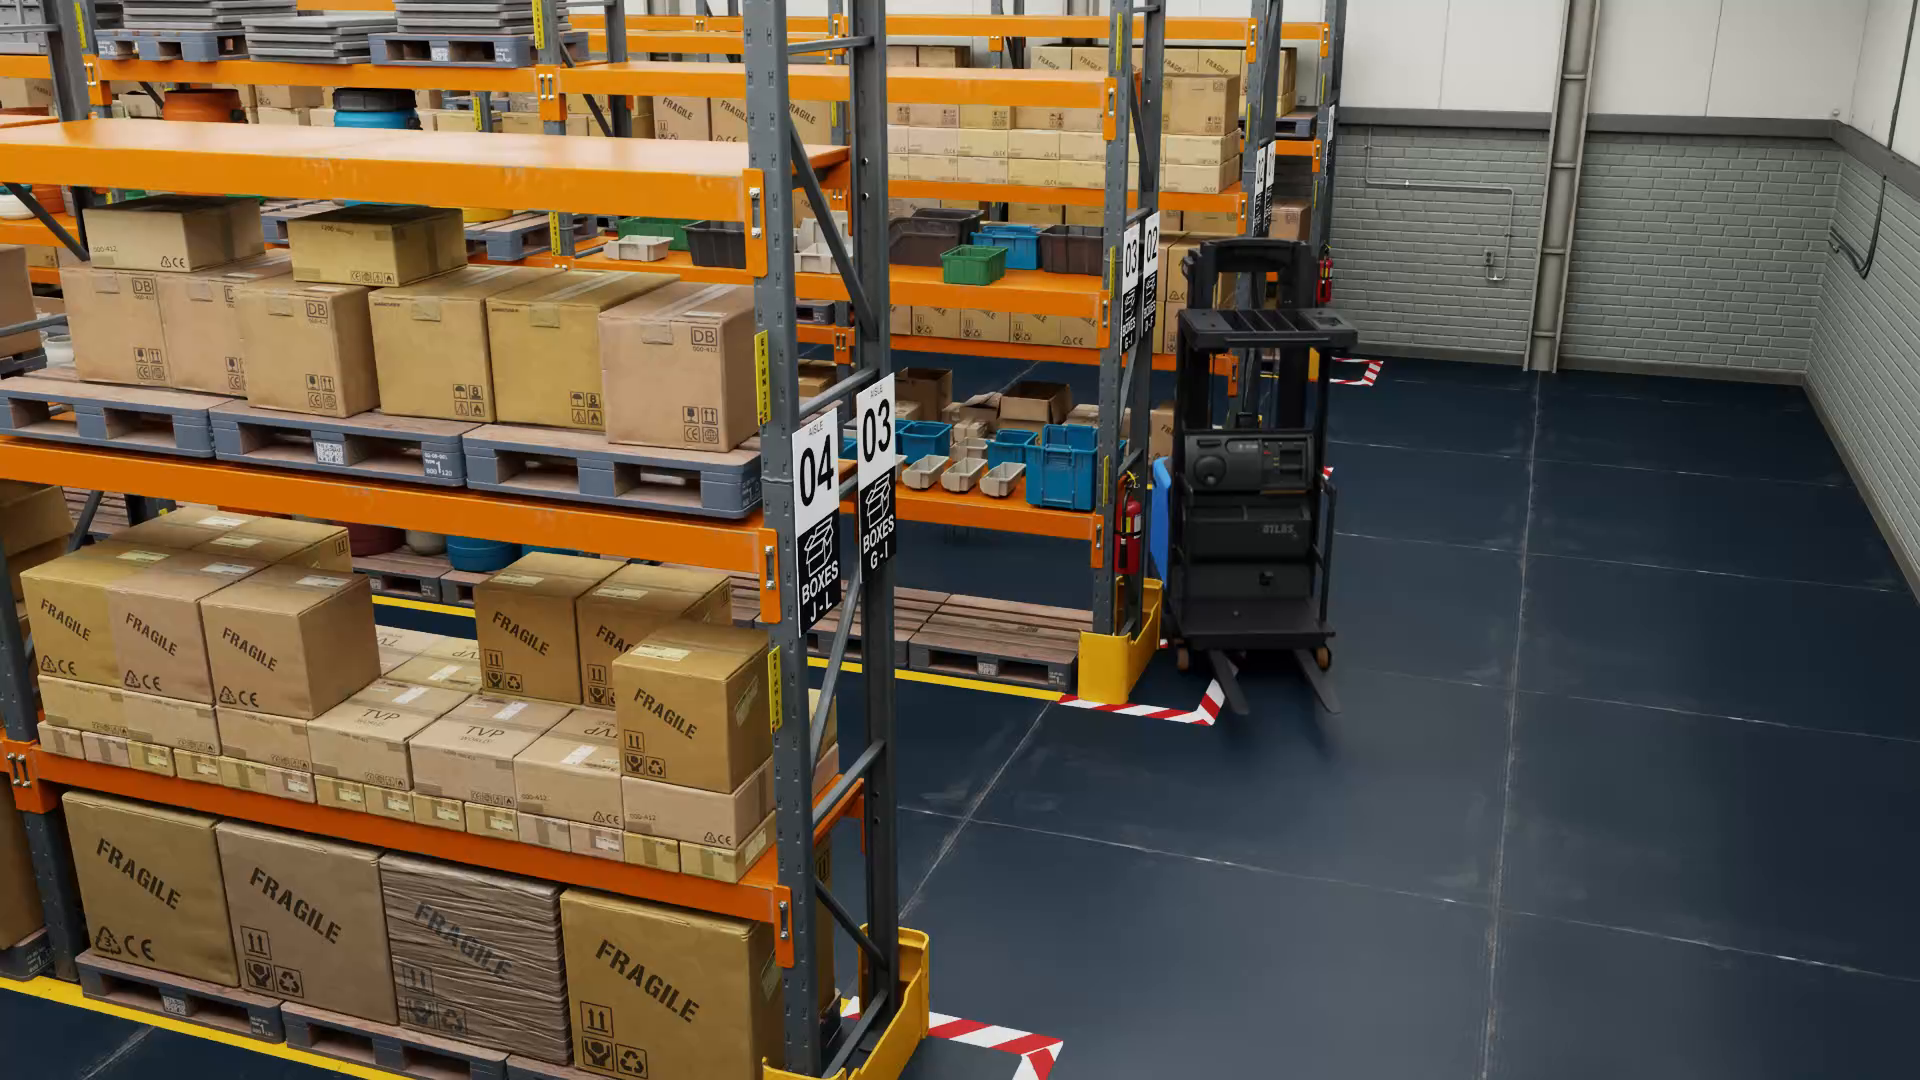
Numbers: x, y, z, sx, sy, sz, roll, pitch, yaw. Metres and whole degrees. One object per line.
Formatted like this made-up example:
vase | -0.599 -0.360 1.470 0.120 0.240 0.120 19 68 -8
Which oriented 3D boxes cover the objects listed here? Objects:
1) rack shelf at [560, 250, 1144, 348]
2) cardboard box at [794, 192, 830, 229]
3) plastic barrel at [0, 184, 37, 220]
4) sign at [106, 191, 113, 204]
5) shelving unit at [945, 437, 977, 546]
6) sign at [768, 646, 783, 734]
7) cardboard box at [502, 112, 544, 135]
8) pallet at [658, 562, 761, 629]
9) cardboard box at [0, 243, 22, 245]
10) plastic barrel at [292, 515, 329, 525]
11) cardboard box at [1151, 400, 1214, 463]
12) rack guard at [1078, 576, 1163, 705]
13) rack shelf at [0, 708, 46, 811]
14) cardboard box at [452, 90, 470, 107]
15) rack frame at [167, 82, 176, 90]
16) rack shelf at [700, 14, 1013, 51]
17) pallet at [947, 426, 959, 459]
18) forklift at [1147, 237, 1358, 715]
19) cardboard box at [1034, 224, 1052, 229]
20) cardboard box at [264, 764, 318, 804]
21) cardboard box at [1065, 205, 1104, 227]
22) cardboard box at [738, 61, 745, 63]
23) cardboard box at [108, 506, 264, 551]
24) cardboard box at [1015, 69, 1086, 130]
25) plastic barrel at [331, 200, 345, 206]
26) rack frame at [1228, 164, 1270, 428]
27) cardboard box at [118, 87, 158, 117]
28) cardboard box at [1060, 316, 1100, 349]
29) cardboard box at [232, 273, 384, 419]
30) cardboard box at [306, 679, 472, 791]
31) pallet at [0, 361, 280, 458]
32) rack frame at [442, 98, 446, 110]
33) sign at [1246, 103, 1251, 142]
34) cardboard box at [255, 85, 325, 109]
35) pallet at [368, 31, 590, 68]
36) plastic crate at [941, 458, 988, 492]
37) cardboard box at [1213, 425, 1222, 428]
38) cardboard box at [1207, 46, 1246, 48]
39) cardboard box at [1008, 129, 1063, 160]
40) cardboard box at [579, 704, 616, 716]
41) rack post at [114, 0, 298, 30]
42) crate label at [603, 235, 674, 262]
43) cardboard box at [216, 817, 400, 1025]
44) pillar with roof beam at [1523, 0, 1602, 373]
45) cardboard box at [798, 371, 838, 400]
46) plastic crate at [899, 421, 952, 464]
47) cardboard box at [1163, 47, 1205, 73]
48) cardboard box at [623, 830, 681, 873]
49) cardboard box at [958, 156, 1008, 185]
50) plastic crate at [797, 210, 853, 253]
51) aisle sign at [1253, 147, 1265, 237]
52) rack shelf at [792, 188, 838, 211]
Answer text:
rack shelf | -0.768 -1.776 11.648 4.000 0.370 1.077 7 20 18
cardboard box | -1.850 -4.379 21.947 0.500 0.500 0.500 6 20 18
plastic barrel | -7.714 -2.763 13.598 0.301 0.262 0.301 0 19 0
sign | -6.610 -2.542 12.914 0.005 0.325 0.100 7 20 18
shelving unit | 0.008 -0.424 14.426 0.210 0.900 0.258 7 20 18
sign | -0.696 0.566 6.277 0.005 0.325 0.100 7 20 18
cardboard box | -4.384 -4.314 17.685 0.500 0.500 0.910 7 20 18
pallet | -1.950 0.469 12.909 1.213 0.211 1.003 7 20 18
cardboard box | -11.429 -3.688 20.448 0.500 0.500 0.700 7 20 19
plastic barrel | -5.405 -0.290 13.992 0.421 0.512 0.421 0 19 0
cardboard box | 2.156 -1.032 16.109 0.500 0.500 0.500 7 20 18
rack guard | 1.148 0.696 11.820 0.348 0.500 1.175 7 20 18
rack shelf | -6.172 0.749 8.964 4.000 0.370 1.077 7 20 18
cardboard box | -7.343 -6.464 23.823 0.500 0.500 0.500 7 20 20
rack frame | -8.585 -6.152 18.552 0.127 3.000 1.000 7 20 18
rack shelf | -1.295 -6.515 21.297 4.000 0.370 1.077 7 20 18
pallet | -0.380 -1.063 17.306 1.213 0.211 1.003 7 20 18
forklift | 2.079 -0.555 11.715 1.130 2.935 3.031 -1 19 -1
cardboard box | 0.970 -2.836 16.484 0.500 0.500 0.500 6 20 18
cardboard box | -2.888 1.019 7.477 0.250 0.149 0.380 7 20 19
cardboard box | 1.789 -3.993 21.017 0.700 0.700 0.980 6 20 17
cardboard box | -2.716 -6.065 22.041 0.500 0.500 0.700 5 20 14
cardboard box | -3.761 0.168 8.174 0.500 0.500 0.500 7 20 20
cardboard box | 0.866 -4.193 15.819 0.500 0.500 0.700 7 20 18
plastic barrel | -4.712 -2.881 12.883 0.433 0.535 0.433 0 19 0
rack frame | 2.750 -2.022 15.821 0.127 3.000 1.000 7 20 18
cardboard box | -9.485 -5.152 19.527 0.500 0.311 0.500 5 20 15
cardboard box | 1.277 -2.144 16.018 0.500 0.500 0.500 7 20 18
cardboard box | -2.570 -0.858 6.982 0.500 0.500 0.700 7 21 20
cardboard box | -2.502 0.853 7.348 0.500 0.250 0.500 7 20 18
pallet | -3.513 -0.658 7.484 1.213 0.211 1.003 7 20 18
rack frame | -6.963 -4.859 23.959 0.127 3.000 1.000 7 20 18
sign | 2.549 -3.687 14.693 0.005 0.325 0.100 7 20 18
cardboard box | -7.470 -5.083 18.496 0.500 0.500 0.500 9 21 23
pallet | -3.449 -3.549 11.982 1.213 0.211 1.003 7 20 18
plastic crate | 0.022 -0.454 11.631 0.243 0.136 0.396 7 20 18
cardboard box | 2.467 -1.036 16.654 0.250 0.149 0.380 7 20 18
cardboard box | 3.265 -5.722 20.175 0.500 0.500 0.500 6 20 17
cardboard box | 0.763 -3.741 15.664 0.500 0.250 0.500 7 20 18
cardboard box | -1.362 0.798 7.507 0.500 0.250 0.500 6 20 17
rack post | -5.738 -4.079 12.720 0.937 0.300 0.954 7 20 18
crate label | -2.290 -2.064 11.784 0.466 0.136 0.293 7 20 18
cardboard box | -2.835 1.624 7.951 0.875 0.875 0.875 7 20 18
pillar with roof beam | 5.794 -5.035 15.348 0.400 9.000 9.100 7 20 18
cardboard box | -1.589 -1.446 17.297 0.500 0.500 0.500 6 20 18
plastic crate | -0.248 -0.703 12.200 0.300 0.233 0.416 7 20 18
cardboard box | 2.627 -5.614 19.865 0.500 0.500 0.500 6 20 16
cardboard box | -1.195 1.212 6.923 0.250 0.149 0.380 7 20 19
cardboard box | 0.293 -3.561 15.906 0.500 0.250 0.500 7 20 18
plastic crate | -0.871 -2.179 11.892 0.530 0.282 0.437 7 20 18
aisle sign | 2.714 -3.147 15.099 0.004 0.787 0.394 7 20 18
rack shelf | -2.918 -3.747 17.305 4.000 0.370 1.077 7 20 18
